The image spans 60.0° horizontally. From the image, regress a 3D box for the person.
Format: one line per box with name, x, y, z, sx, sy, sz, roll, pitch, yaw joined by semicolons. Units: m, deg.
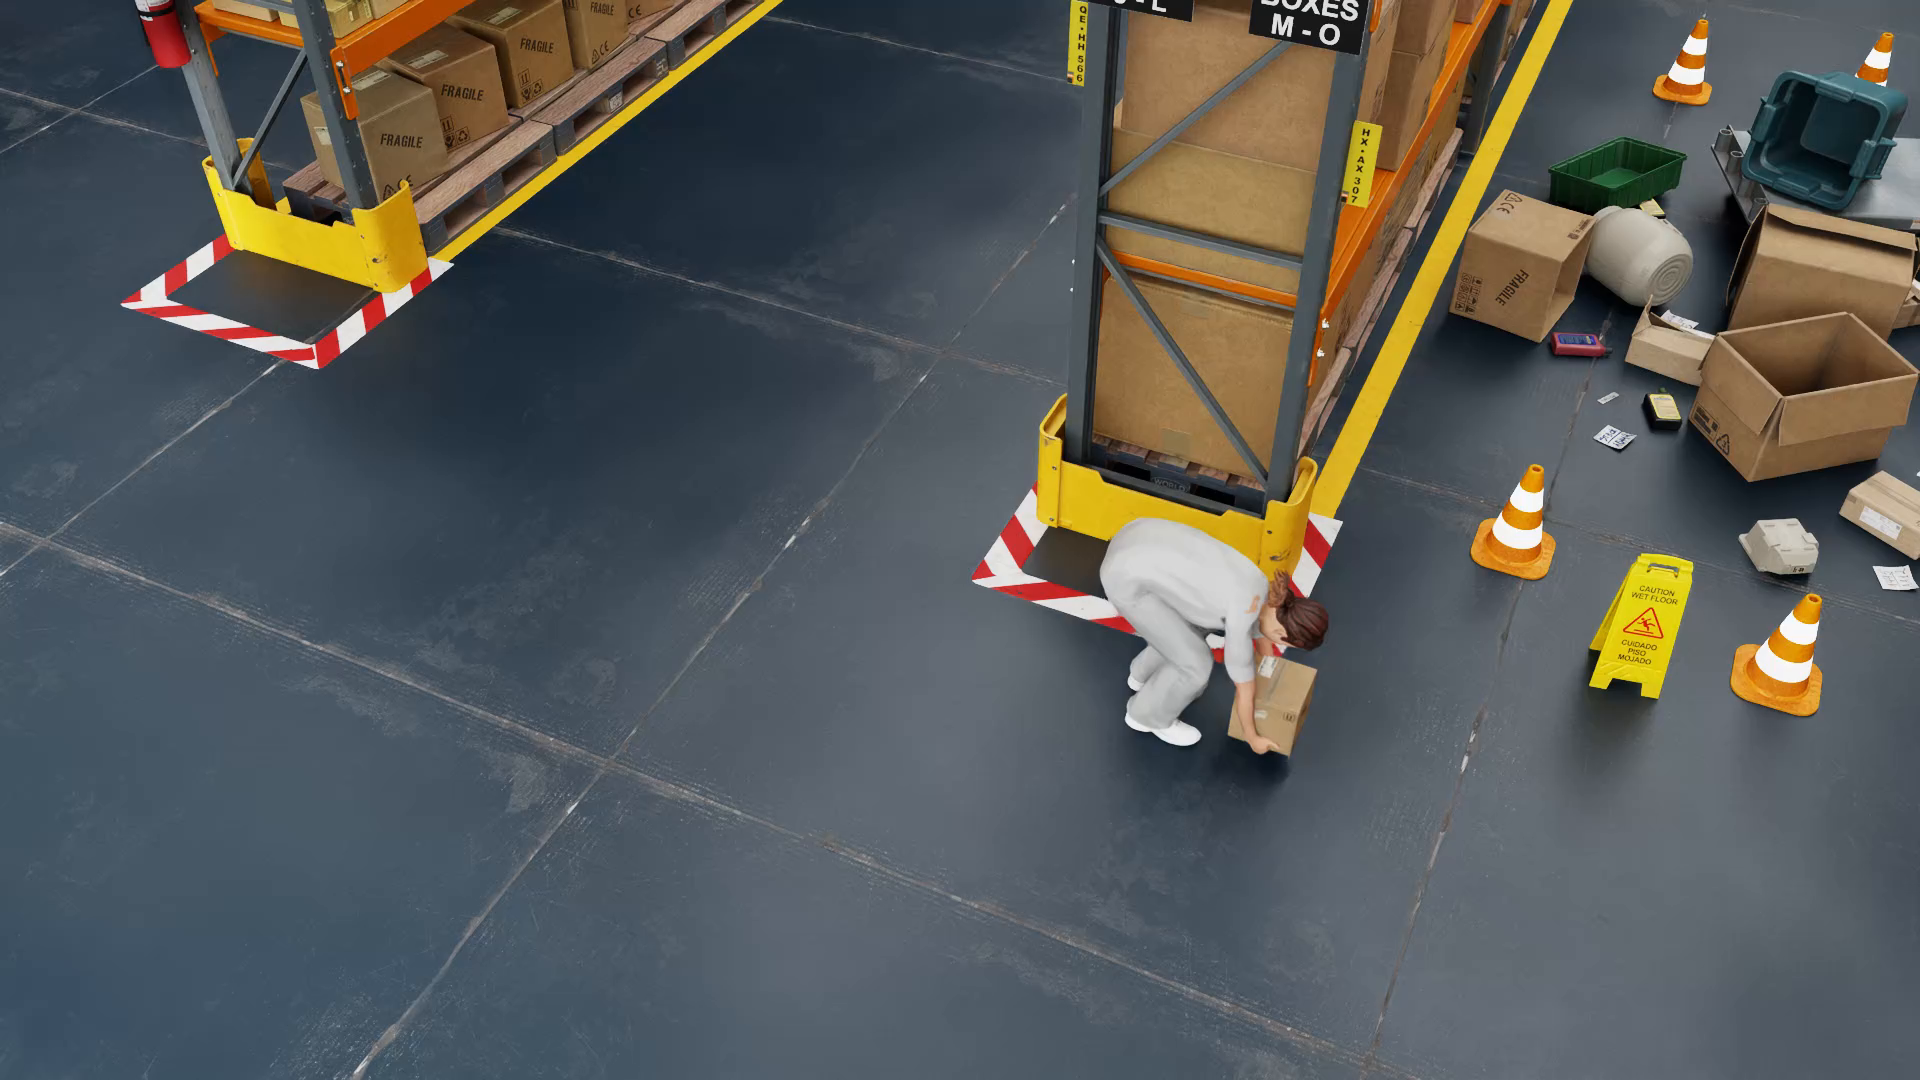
person;0.945;0.369;6.308;0.852;0.930;0.458;12;44;13
